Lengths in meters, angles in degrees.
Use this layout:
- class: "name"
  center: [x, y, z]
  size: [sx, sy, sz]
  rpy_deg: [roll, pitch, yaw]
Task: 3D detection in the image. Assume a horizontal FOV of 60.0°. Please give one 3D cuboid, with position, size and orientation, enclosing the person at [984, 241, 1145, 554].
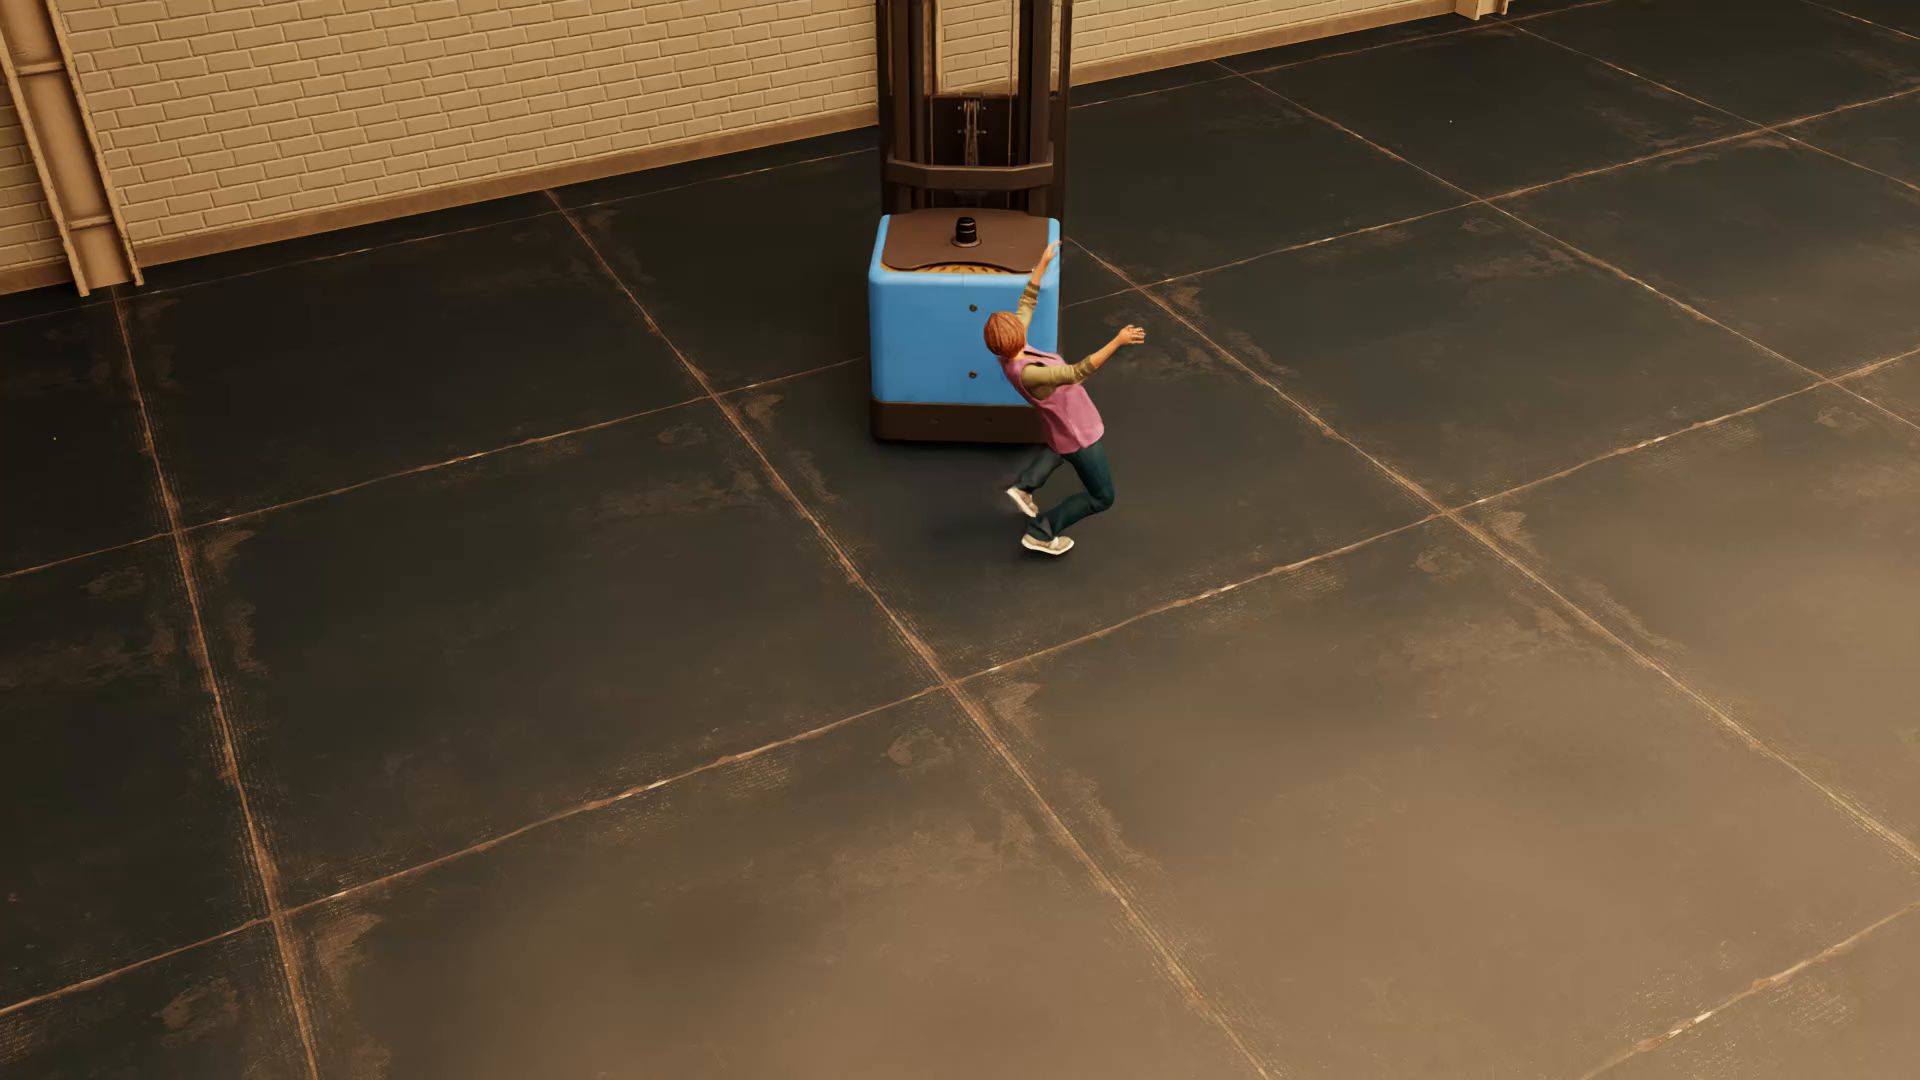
- class: "person"
  center: [0.452, -0.603, 8.191]
  size: [0.631, 1.506, 0.843]
  rpy_deg: [-12, 37, -16]

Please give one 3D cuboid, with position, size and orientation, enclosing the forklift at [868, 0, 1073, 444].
- class: "forklift"
  center: [0.091, -2.562, 9.747]
  size: [1.130, 2.935, 3.031]
  rpy_deg: [2, 35, 2]
